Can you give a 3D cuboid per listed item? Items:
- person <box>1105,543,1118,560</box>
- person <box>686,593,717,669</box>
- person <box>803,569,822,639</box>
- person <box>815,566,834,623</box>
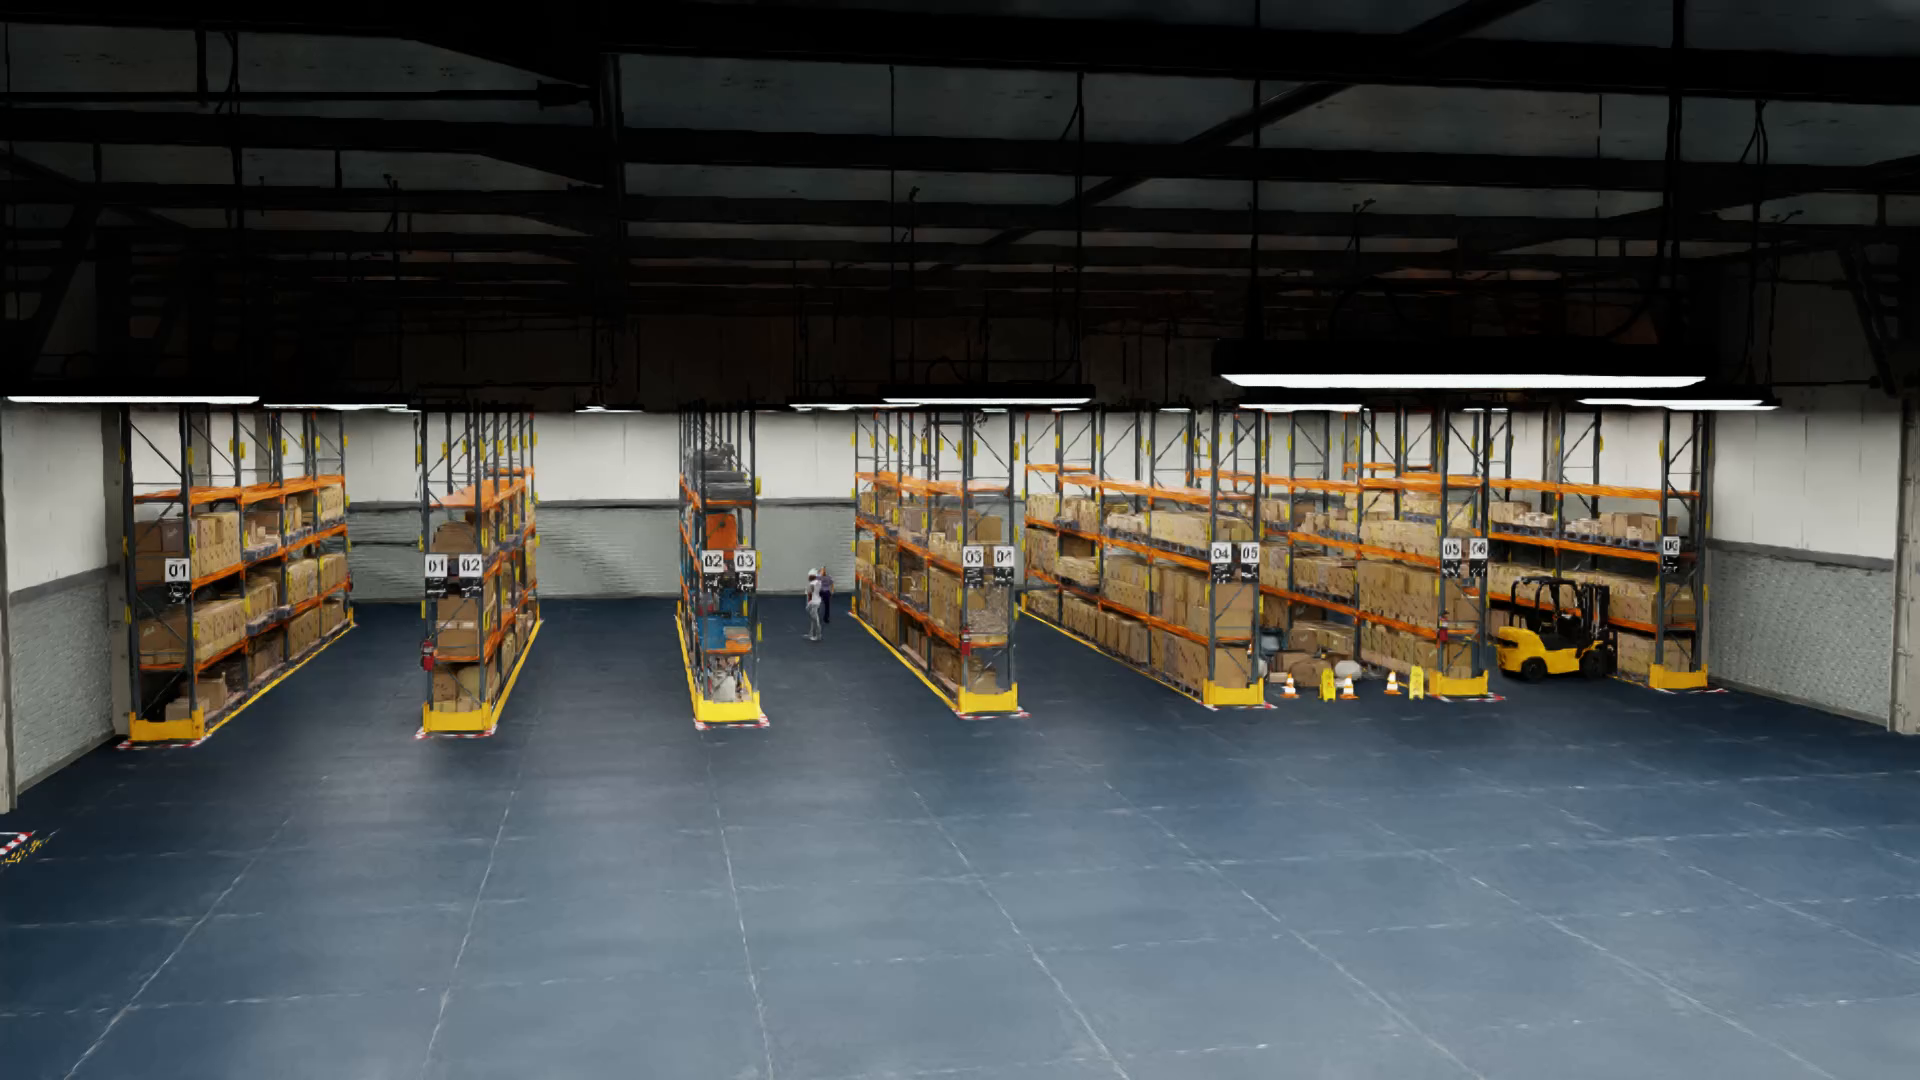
[{"bbox_3d":[4.931,0.859,53.563,0.515,1.658,0.535,2,5,25],"label":"person"},{"bbox_3d":[-5.580,1.967,35.933,0.608,1.651,0.660,-2,5,-24],"label":"person"},{"bbox_3d":[-3.766,1.613,42.381,0.588,1.766,0.669,1,4,12],"label":"person"},{"bbox_3d":[-3.780,1.490,45.689,0.625,1.593,0.510,-1,4,-13],"label":"person"}]
